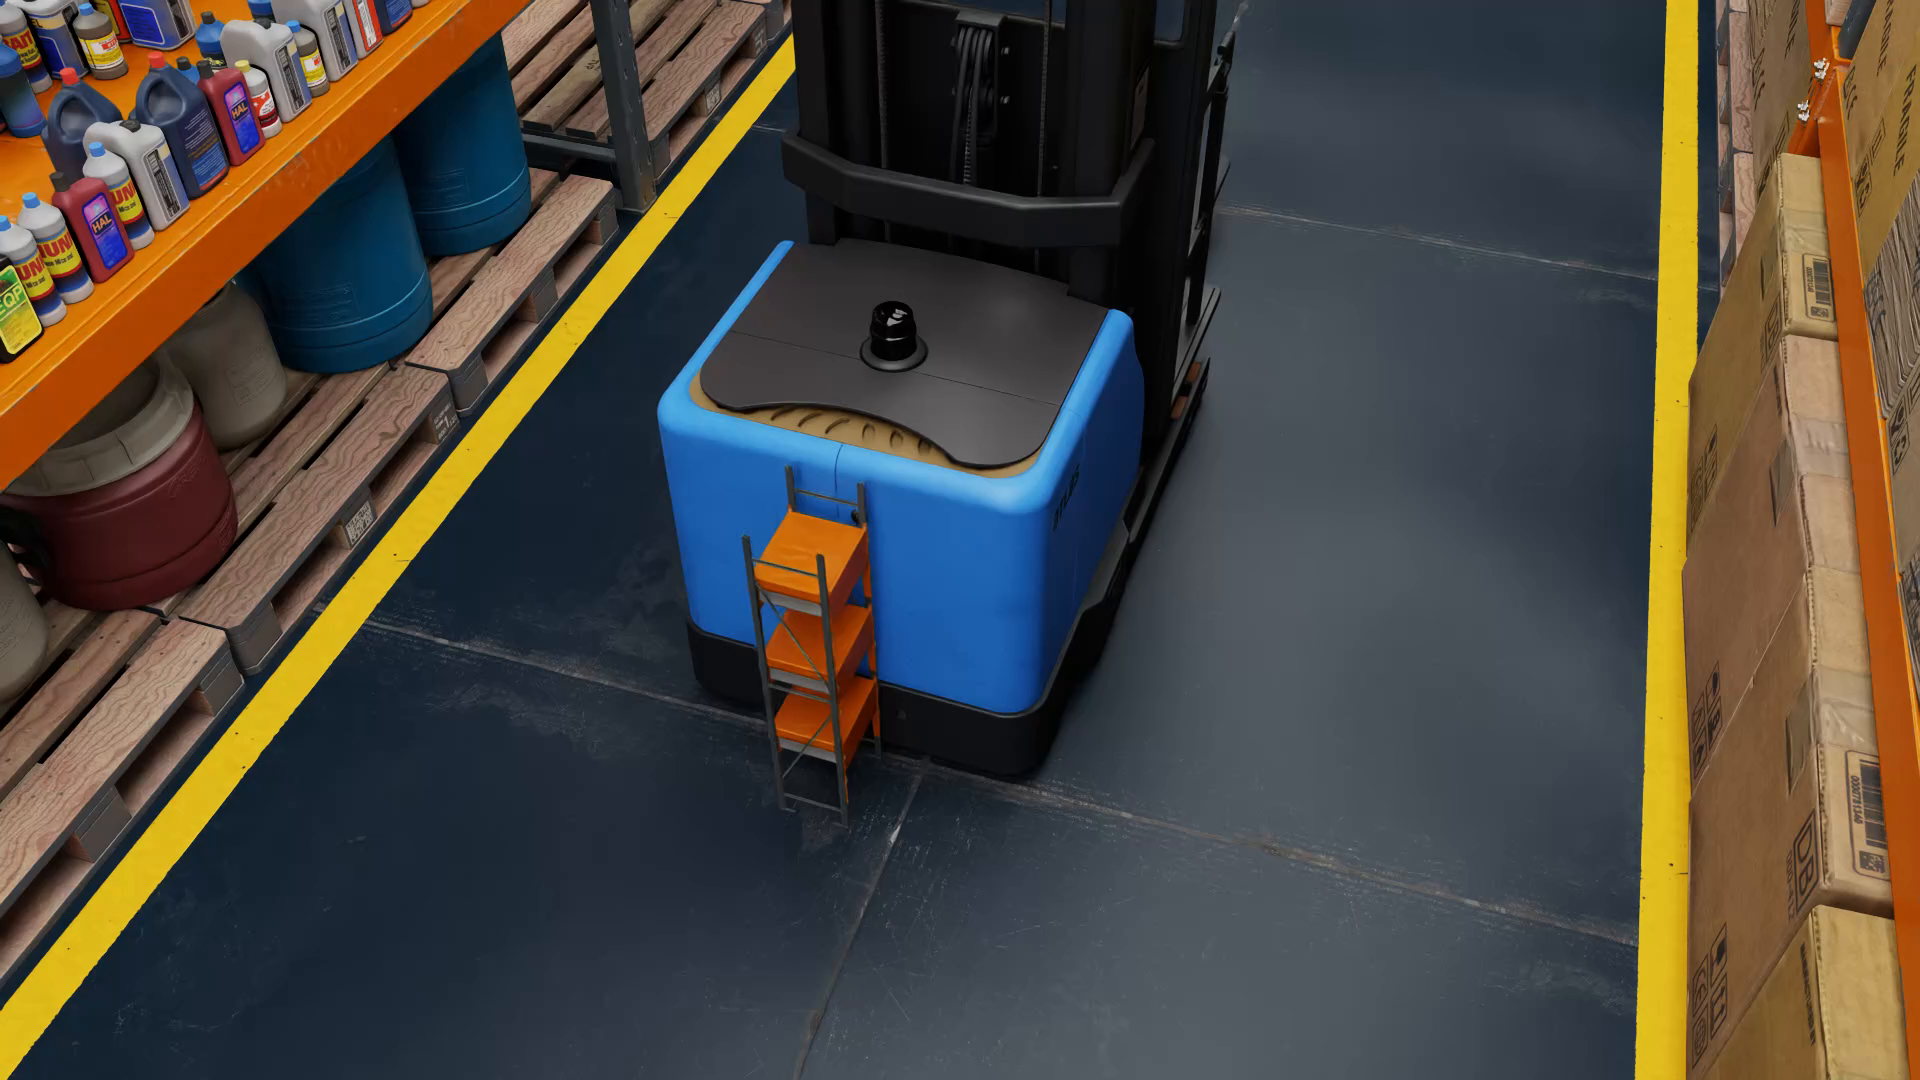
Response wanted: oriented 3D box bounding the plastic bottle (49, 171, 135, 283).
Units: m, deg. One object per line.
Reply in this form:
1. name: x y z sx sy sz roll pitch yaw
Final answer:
1. plastic bottle: -2.080 -0.768 3.974 0.061 0.283 0.133 13 46 13

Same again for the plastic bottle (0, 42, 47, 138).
1. plastic bottle: -2.538 -1.218 4.442 0.097 0.271 0.097 0 44 0

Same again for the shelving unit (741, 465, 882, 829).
1. shelving unit: -0.355 0.299 4.190 0.215 1.050 0.252 14 47 14

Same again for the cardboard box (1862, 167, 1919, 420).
1. cardboard box: 2.338 -0.560 3.606 0.500 0.500 0.500 12 46 12

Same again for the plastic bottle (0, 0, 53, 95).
1. plastic bottle: -2.617 -1.379 4.606 0.097 0.271 0.097 0 44 0

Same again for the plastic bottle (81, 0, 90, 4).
1. plastic bottle: -2.546 -1.508 4.789 0.097 0.201 0.097 0 44 0

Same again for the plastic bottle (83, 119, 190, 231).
1. plastic bottle: -2.054 -0.930 4.144 0.152 0.276 0.135 13 46 13

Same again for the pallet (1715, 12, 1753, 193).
1. pallet: 3.691 -1.756 6.894 1.003 0.211 1.213 13 46 12

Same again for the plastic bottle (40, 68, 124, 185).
1. plastic bottle: -2.187 -1.004 4.167 0.144 0.351 0.185 13 46 13

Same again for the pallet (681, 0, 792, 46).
1. pallet: -1.148 -2.813 7.974 1.003 0.211 1.213 13 46 13

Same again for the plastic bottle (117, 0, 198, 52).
1. plastic bottle: -2.340 -1.574 4.803 0.152 0.276 0.135 13 46 13

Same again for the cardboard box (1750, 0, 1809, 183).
1. cardboard box: 3.568 -1.860 6.225 0.875 0.875 0.875 13 46 13

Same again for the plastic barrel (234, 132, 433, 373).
1. plastic barrel: -2.097 -1.065 5.394 0.600 0.901 0.708 13 46 13

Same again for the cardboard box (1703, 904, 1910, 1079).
1. cardboard box: 2.036 1.373 2.921 1.225 0.875 0.875 11 45 11

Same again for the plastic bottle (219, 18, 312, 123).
1. plastic bottle: -1.887 -1.296 4.519 0.152 0.276 0.135 13 46 13

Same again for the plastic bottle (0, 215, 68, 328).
1. plastic bottle: -2.162 -0.626 3.837 0.097 0.271 0.097 0 44 0

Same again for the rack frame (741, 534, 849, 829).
1. rack frame: -0.396 0.381 4.110 0.200 1.050 0.008 14 47 14

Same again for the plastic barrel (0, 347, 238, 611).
1. plastic barrel: -2.439 -0.200 4.734 0.600 0.588 0.708 13 46 13

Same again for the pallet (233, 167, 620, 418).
1. pallet: -1.975 -0.994 6.114 1.003 0.211 1.213 13 46 13

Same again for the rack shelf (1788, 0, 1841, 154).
1. rack shelf: 3.625 -2.523 6.198 1.077 0.370 4.000 13 46 13

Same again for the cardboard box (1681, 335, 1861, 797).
1. cardboard box: 2.574 0.189 4.131 1.225 0.875 0.875 11 45 11

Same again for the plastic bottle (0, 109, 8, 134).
1. plastic bottle: -2.666 -1.243 4.411 0.144 0.351 0.185 13 46 13

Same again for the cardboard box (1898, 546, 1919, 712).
1. cardboard box: 2.032 0.125 2.907 0.500 0.500 0.500 11 45 11

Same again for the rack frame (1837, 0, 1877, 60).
1. rack frame: 3.019 -1.447 4.584 1.000 3.000 0.127 13 46 13

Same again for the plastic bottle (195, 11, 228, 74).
1. plastic bottle: -2.012 -1.309 4.535 0.097 0.271 0.097 0 44 0

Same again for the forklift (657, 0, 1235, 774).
1. forklift: 0.213 -1.462 4.648 1.130 2.935 3.031 14 46 14

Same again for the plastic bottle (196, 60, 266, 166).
1. plastic bottle: -1.914 -1.135 4.349 0.061 0.283 0.133 13 46 13

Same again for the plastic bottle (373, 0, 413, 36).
1. plastic bottle: -1.724 -1.673 4.850 0.144 0.351 0.185 13 46 13

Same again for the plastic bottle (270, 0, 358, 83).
1. plastic bottle: -1.817 -1.451 4.677 0.152 0.276 0.135 13 46 13

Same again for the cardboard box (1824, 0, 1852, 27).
1. cardboard box: 2.799 -1.629 4.950 0.380 0.149 0.250 13 46 13

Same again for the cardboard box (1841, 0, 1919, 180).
1. cardboard box: 2.641 -1.229 4.289 0.500 0.500 0.500 13 46 13

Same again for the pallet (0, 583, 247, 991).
1. pallet: -2.714 0.633 4.452 1.003 0.211 1.213 13 46 13

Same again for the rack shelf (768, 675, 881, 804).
1. rack shelf: -0.353 0.502 4.396 0.215 0.259 0.240 14 47 14
